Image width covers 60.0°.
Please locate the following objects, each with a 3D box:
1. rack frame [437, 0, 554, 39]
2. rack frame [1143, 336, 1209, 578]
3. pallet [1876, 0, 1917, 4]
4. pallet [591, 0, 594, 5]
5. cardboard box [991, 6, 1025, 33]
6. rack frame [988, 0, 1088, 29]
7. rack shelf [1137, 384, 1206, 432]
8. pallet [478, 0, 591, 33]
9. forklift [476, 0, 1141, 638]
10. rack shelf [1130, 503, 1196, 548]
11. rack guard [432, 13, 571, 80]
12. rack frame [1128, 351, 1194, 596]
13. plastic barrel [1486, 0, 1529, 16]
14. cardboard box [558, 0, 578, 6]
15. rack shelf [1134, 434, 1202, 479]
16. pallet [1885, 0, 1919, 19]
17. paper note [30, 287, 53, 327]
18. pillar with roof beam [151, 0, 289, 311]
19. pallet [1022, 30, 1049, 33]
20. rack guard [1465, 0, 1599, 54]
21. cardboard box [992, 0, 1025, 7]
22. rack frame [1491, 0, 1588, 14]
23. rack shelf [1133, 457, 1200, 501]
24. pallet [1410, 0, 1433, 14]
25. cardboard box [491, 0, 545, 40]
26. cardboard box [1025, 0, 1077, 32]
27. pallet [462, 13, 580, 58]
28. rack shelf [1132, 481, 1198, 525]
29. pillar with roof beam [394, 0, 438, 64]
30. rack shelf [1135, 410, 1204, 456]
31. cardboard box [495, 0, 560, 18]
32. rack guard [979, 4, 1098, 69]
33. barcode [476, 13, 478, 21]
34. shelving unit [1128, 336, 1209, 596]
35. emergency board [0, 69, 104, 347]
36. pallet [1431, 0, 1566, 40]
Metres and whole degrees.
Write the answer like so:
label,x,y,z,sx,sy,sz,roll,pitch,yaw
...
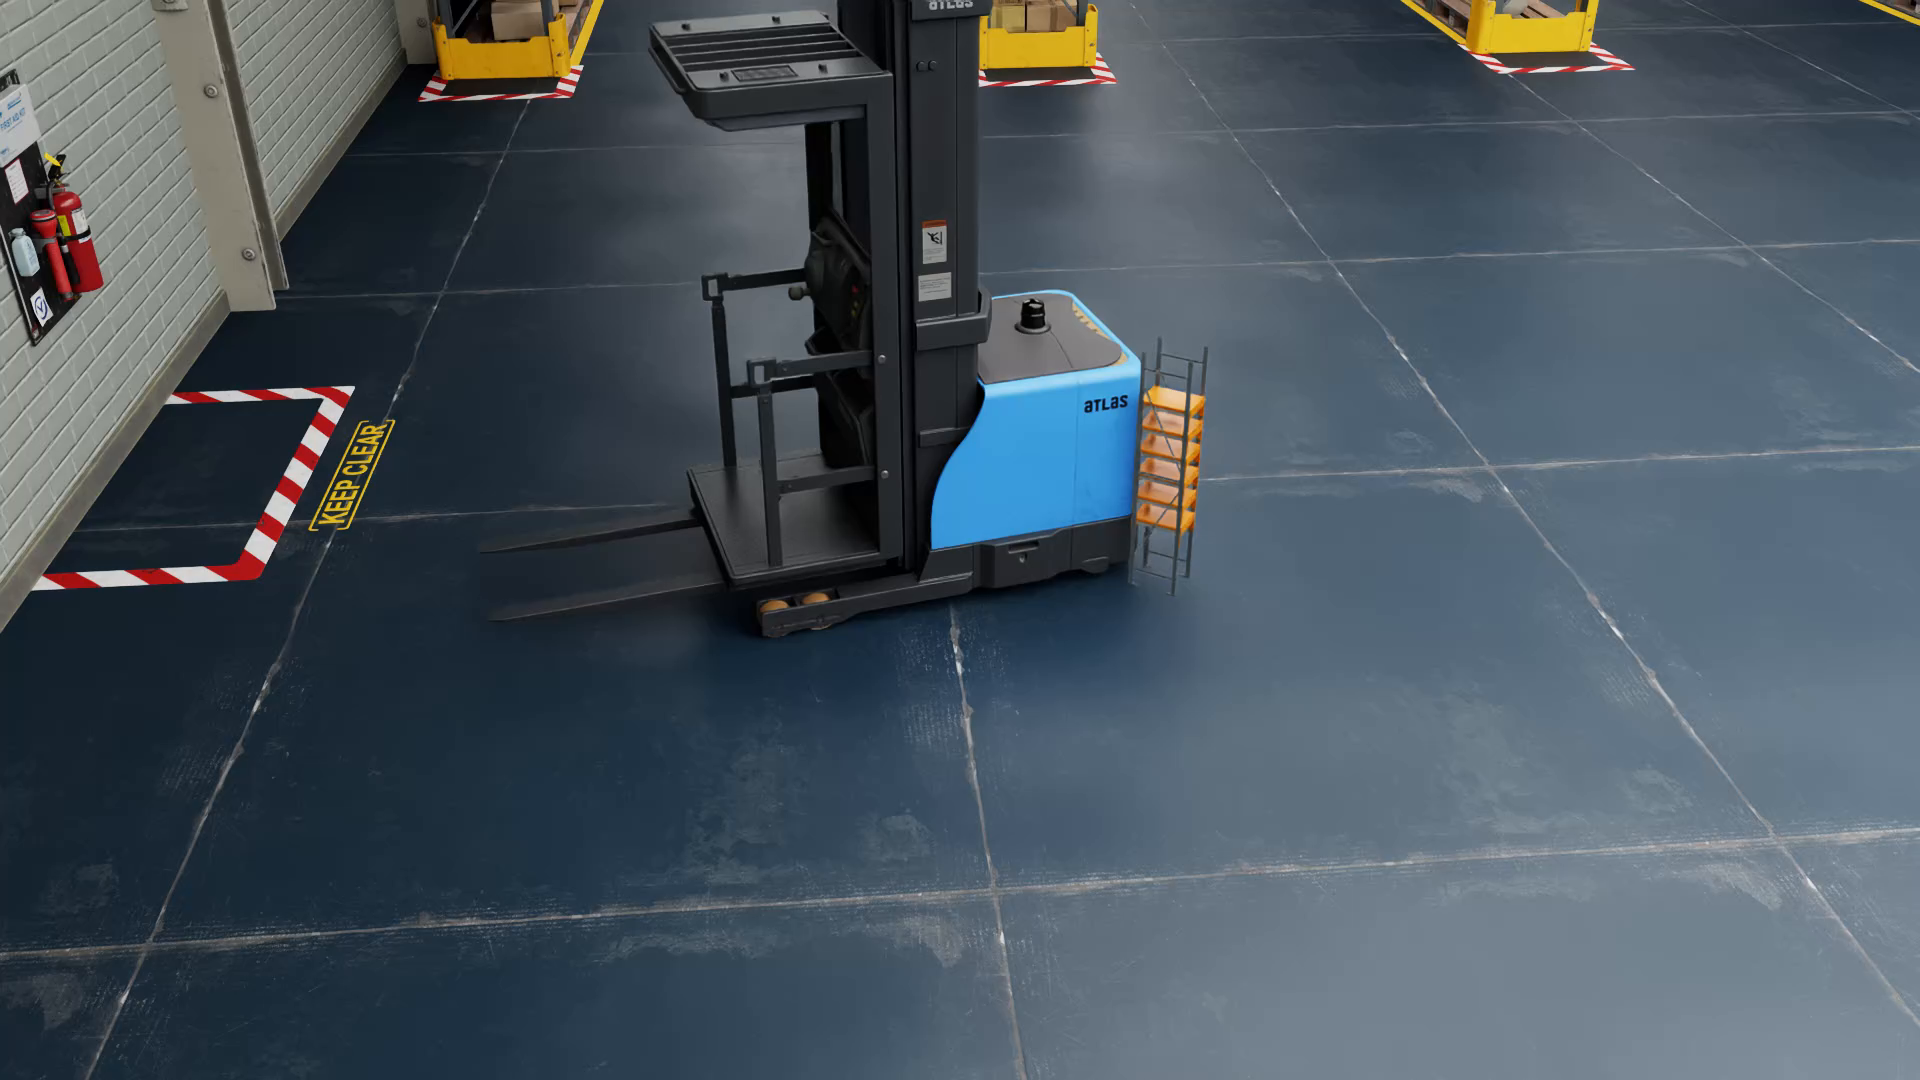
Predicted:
label,x,y,z,sx,sy,sz,roll,pitch,yaw
rack frame,-4.235,-5.615,14.726,1.000,3.000,0.127,-3,31,-5
rack frame,0.992,-0.365,7.691,0.240,1.200,0.006,16,34,24
pallet,10.401,-6.207,18.436,1.003,0.211,1.213,-3,31,-5
pallet,-4.511,-6.119,18.289,1.003,0.211,1.213,-3,31,-5
cardboard box,0.352,-5.114,16.159,0.500,0.250,0.500,-3,31,-5
rack frame,0.696,-5.855,15.127,1.000,3.000,0.127,-3,31,-5
rack shelf,0.948,-0.595,7.460,0.258,0.103,0.180,16,34,24
pallet,-4.394,-5.495,17.244,1.003,0.211,1.213,-3,31,-5
forklift,-0.721,-1.122,7.271,3.031,2.935,1.130,-10,32,-16
rack shelf,0.948,-0.080,7.768,0.258,0.103,0.180,16,34,24
rack guard,-4.242,-4.581,15.432,1.175,0.500,0.348,-3,31,-5
rack frame,0.905,-0.283,7.553,0.240,1.200,0.006,16,34,24
plastic barrel,5.491,-5.535,16.607,0.421,0.512,0.421,0,31,0
cardboard box,-4.282,-5.757,16.971,0.700,0.500,0.500,-5,31,-8
rack shelf,0.948,-0.389,7.583,0.258,0.103,0.180,16,34,24
pallet,10.512,-5.585,17.395,1.003,0.211,1.213,-3,31,-5
paper note,-4.461,-1.133,8.080,0.016,0.148,0.142,-3,31,-5
pillar with roof beam,-0.315,-5.650,8.933,9.100,9.000,0.400,-3,31,-5
pallet,0.583,-5.046,16.492,1.003,0.211,1.213,-3,31,-5
rack guard,5.574,-5.053,16.223,1.175,0.500,0.348,-3,31,-5
cardboard box,0.350,-5.436,15.966,0.500,0.500,0.500,-3,31,-5
rack frame,5.628,-6.090,15.521,1.000,3.000,0.127,-3,31,-5
rack shelf,0.948,-0.286,7.645,0.258,0.103,0.180,16,34,24
pallet,5.393,-5.966,18.032,1.003,0.211,1.213,-3,31,-5
cardboard box,-4.210,-5.007,15.901,0.500,0.311,0.500,-6,31,-10
cardboard box,0.868,-5.139,16.200,0.500,0.250,0.500,-3,31,-5
pallet,-4.283,-4.874,16.203,1.003,0.211,1.213,-3,31,-5
rack shelf,0.948,-0.183,7.707,0.258,0.103,0.180,16,34,24
pillar with roof beam,-0.876,-8.713,14.062,9.100,9.000,0.400,-3,31,-5
rack shelf,0.948,-0.492,7.522,0.258,0.103,0.180,16,34,24
cardboard box,-4.264,-5.299,16.389,0.500,0.311,0.500,0,31,0
rack guard,0.699,-4.769,15.747,1.175,0.500,0.348,-3,31,-5
barcode,-4.610,-5.002,15.882,0.001,0.075,0.075,-3,31,-5
shelving unit,0.948,-0.324,7.622,0.258,1.200,0.189,16,34,24
emergency board,-4.408,-1.605,8.011,0.194,1.169,0.643,-3,31,-5
pallet,5.504,-5.344,16.992,1.003,0.211,1.213,-3,31,-5
